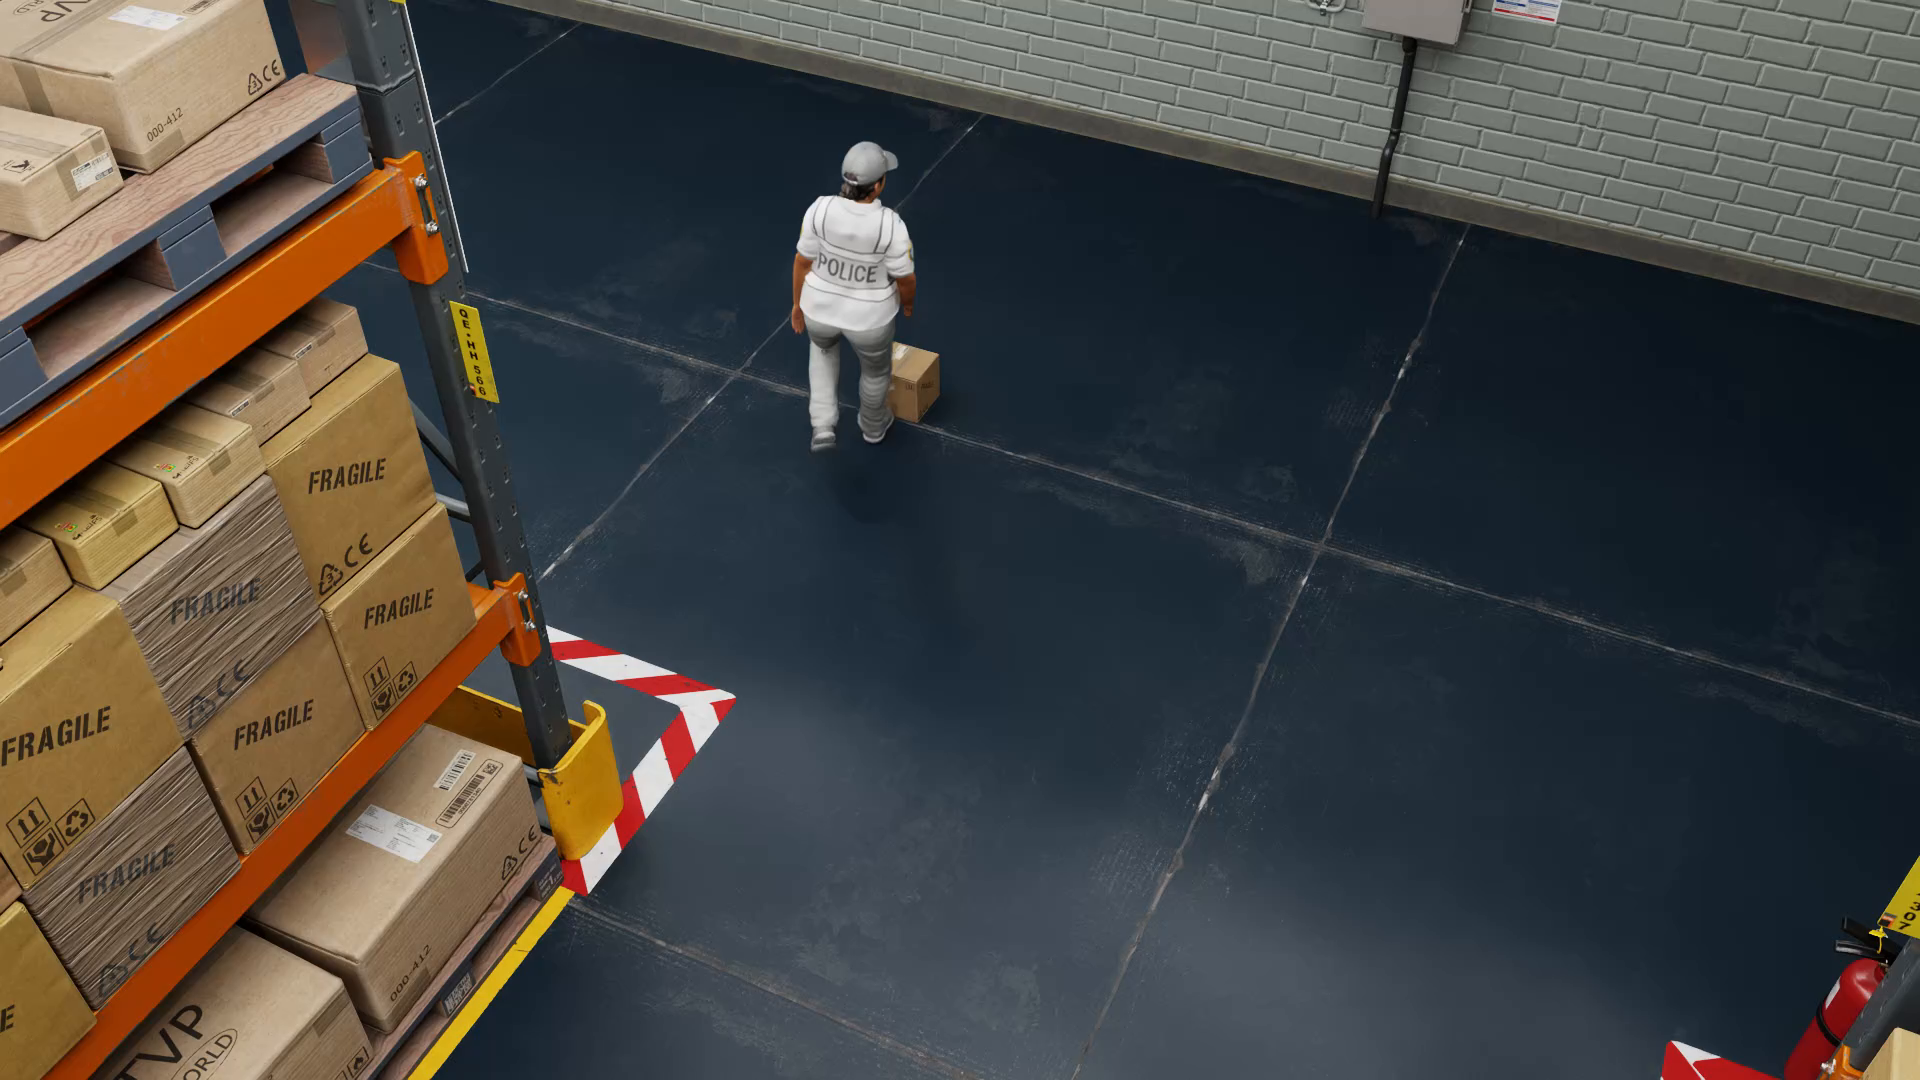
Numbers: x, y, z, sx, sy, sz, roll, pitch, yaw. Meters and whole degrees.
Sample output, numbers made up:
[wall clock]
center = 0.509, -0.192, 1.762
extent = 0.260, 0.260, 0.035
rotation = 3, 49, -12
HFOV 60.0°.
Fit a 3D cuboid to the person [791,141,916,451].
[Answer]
[person]
center = -0.435, -1.059, 7.315
extent = 0.556, 1.658, 0.598
rotation = 9, 43, 10
